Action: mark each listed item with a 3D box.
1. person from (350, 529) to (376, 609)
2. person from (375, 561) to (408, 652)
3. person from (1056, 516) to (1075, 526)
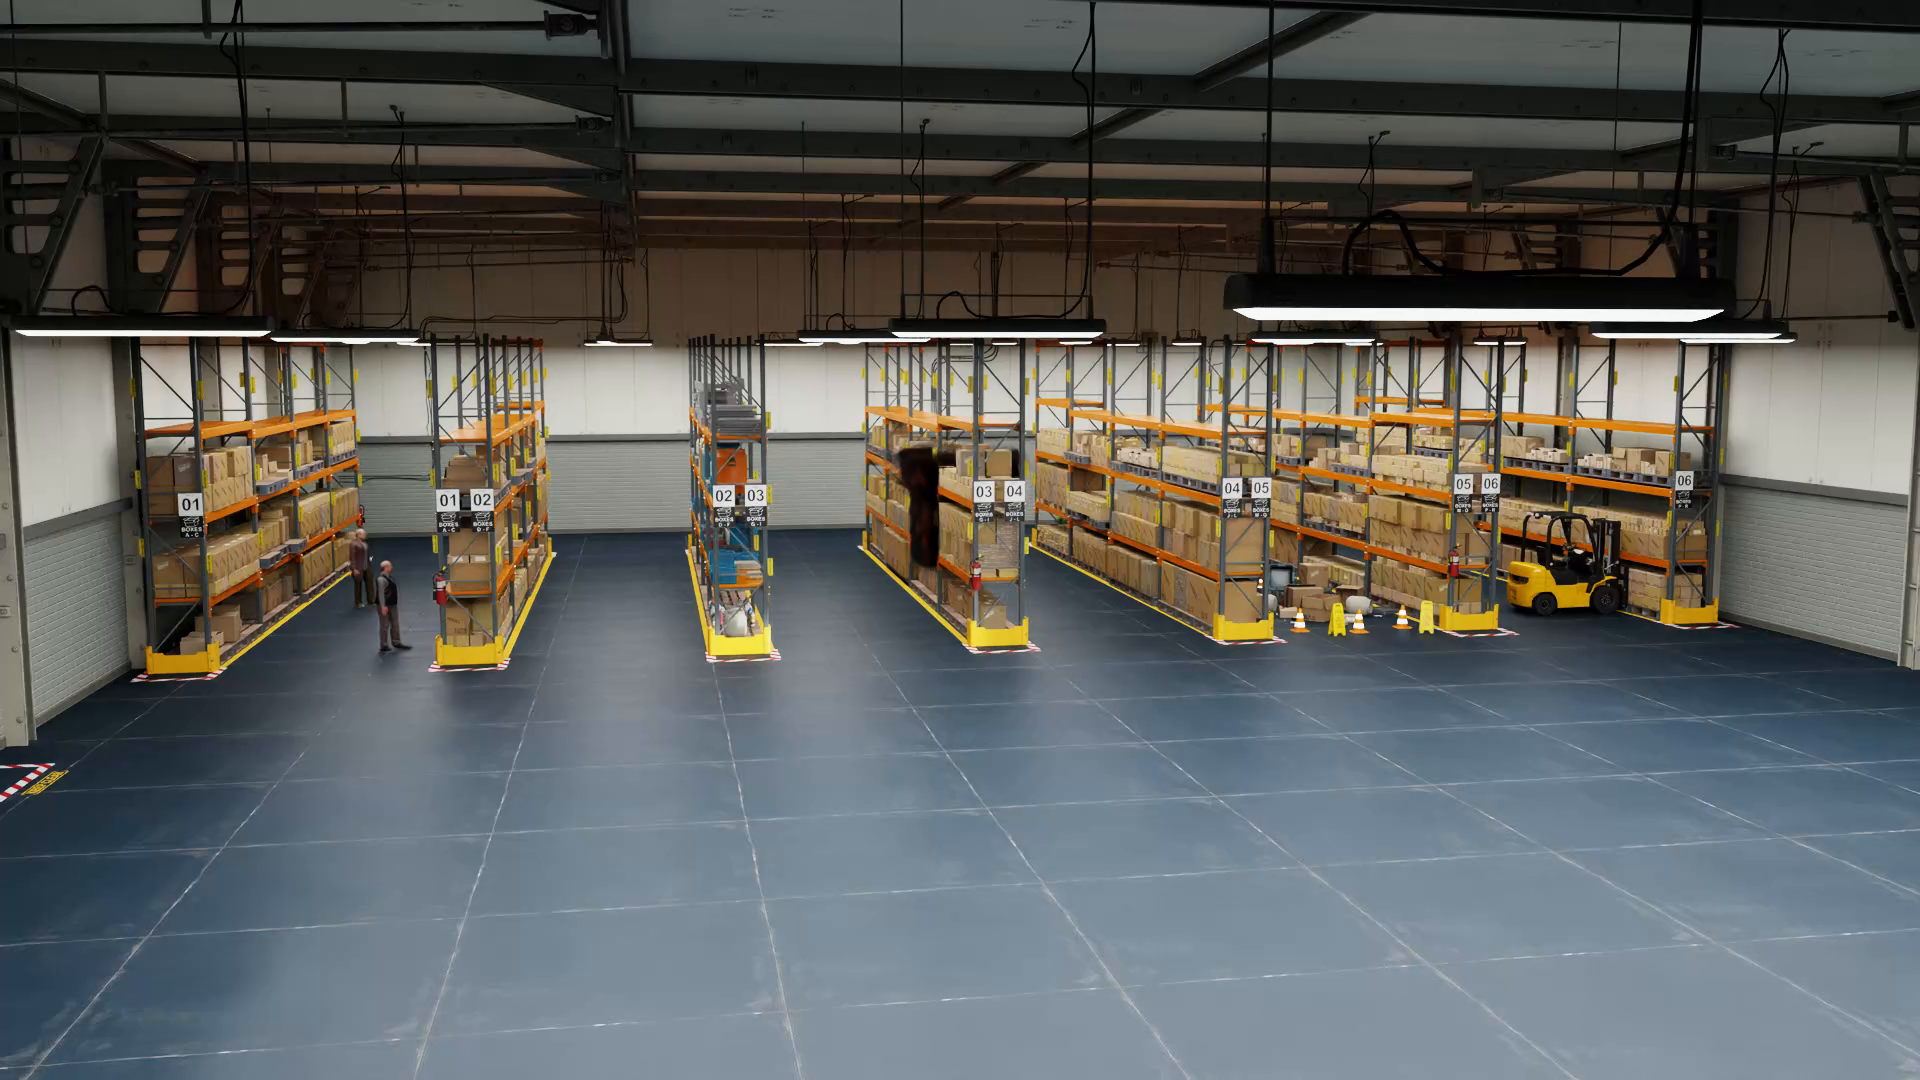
[{"bbox_3d":[-13.193,0.641,36.753,0.669,1.779,0.588,5,8,38],"label":"person"},{"bbox_3d":[-10.872,1.255,31.663,0.473,1.723,0.582,2,7,16],"label":"person"},{"bbox_3d":[3.189,-0.911,50.172,0.842,1.763,0.578,-1,7,-8],"label":"person"}]
